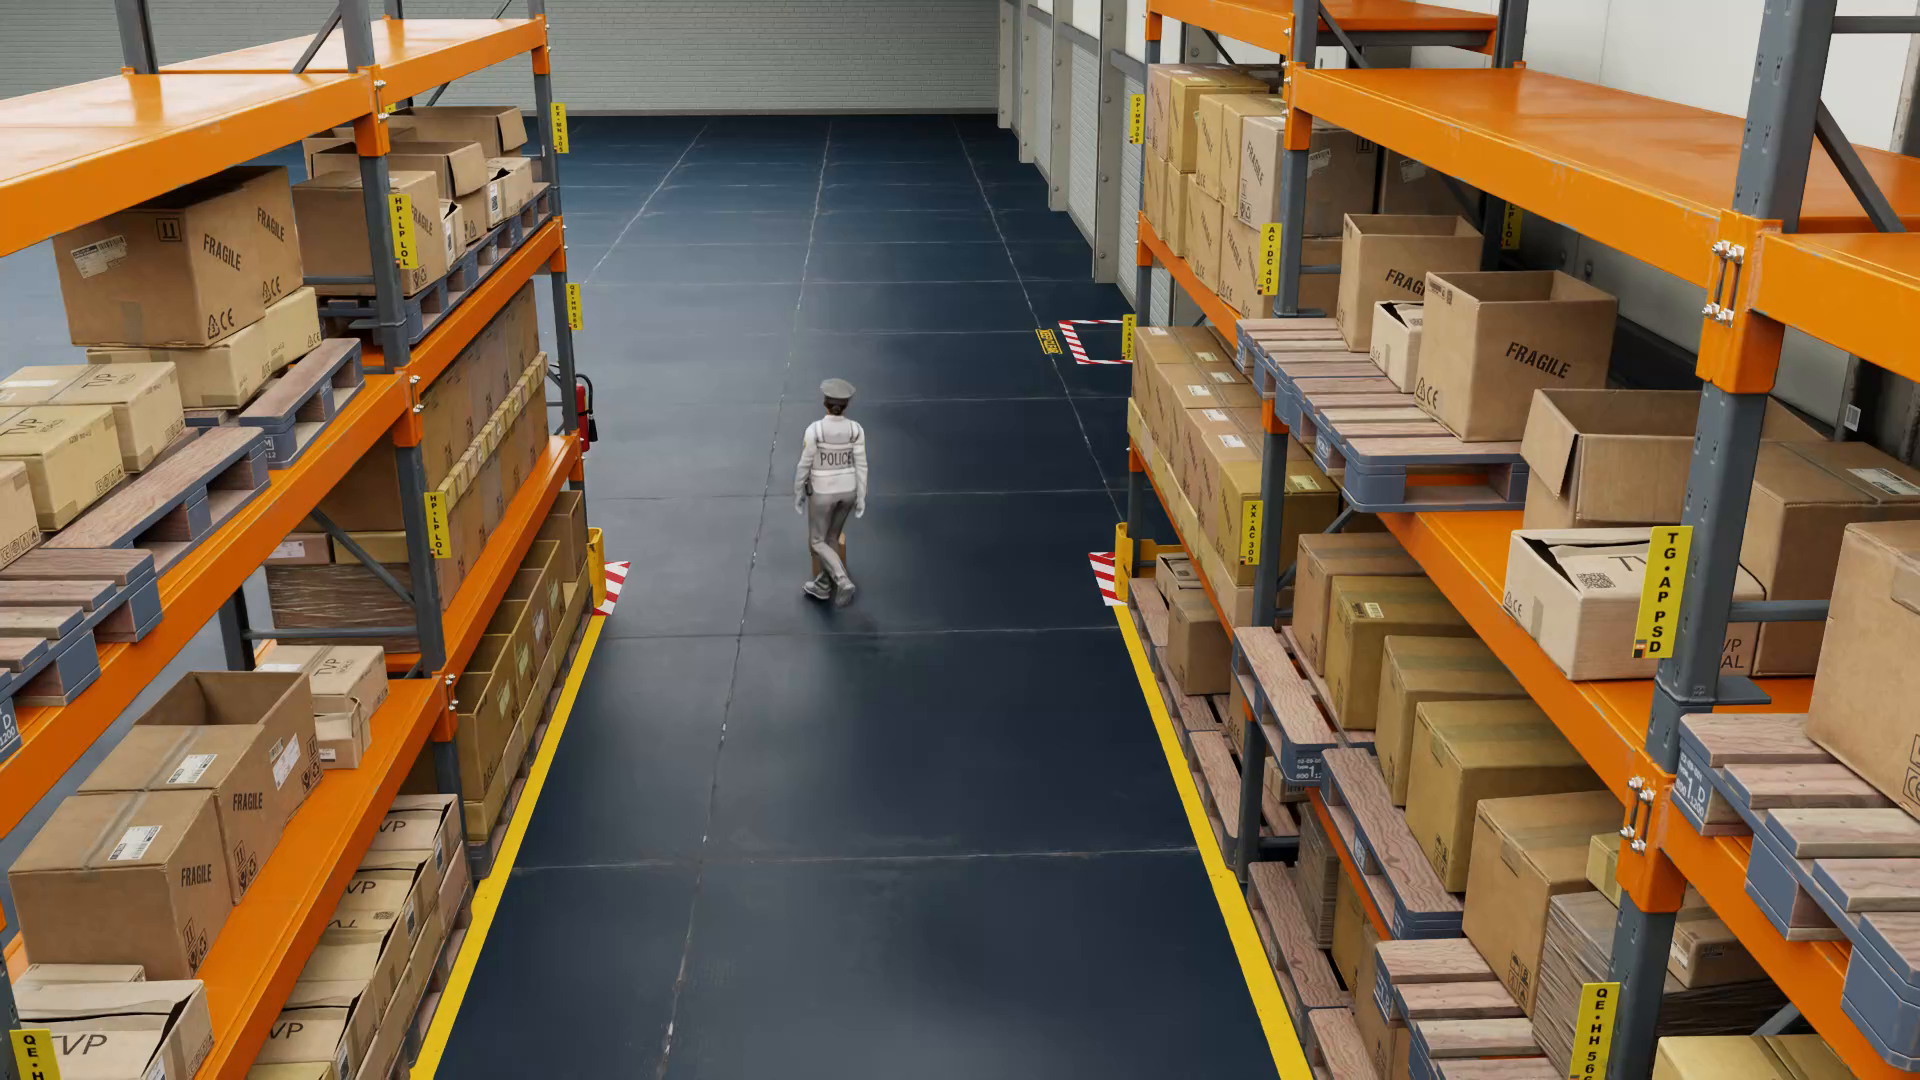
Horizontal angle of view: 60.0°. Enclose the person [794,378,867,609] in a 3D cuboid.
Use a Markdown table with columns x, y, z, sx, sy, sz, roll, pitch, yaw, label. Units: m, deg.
| x | y | z | sx | sy | sz | roll | pitch | yaw | label |
| --- | --- | --- | --- | --- | --- | --- | --- | --- | --- |
| -0.891 | -0.312 | 11.876 | 0.501 | 1.657 | 0.762 | -12 | 23 | -28 | person |
